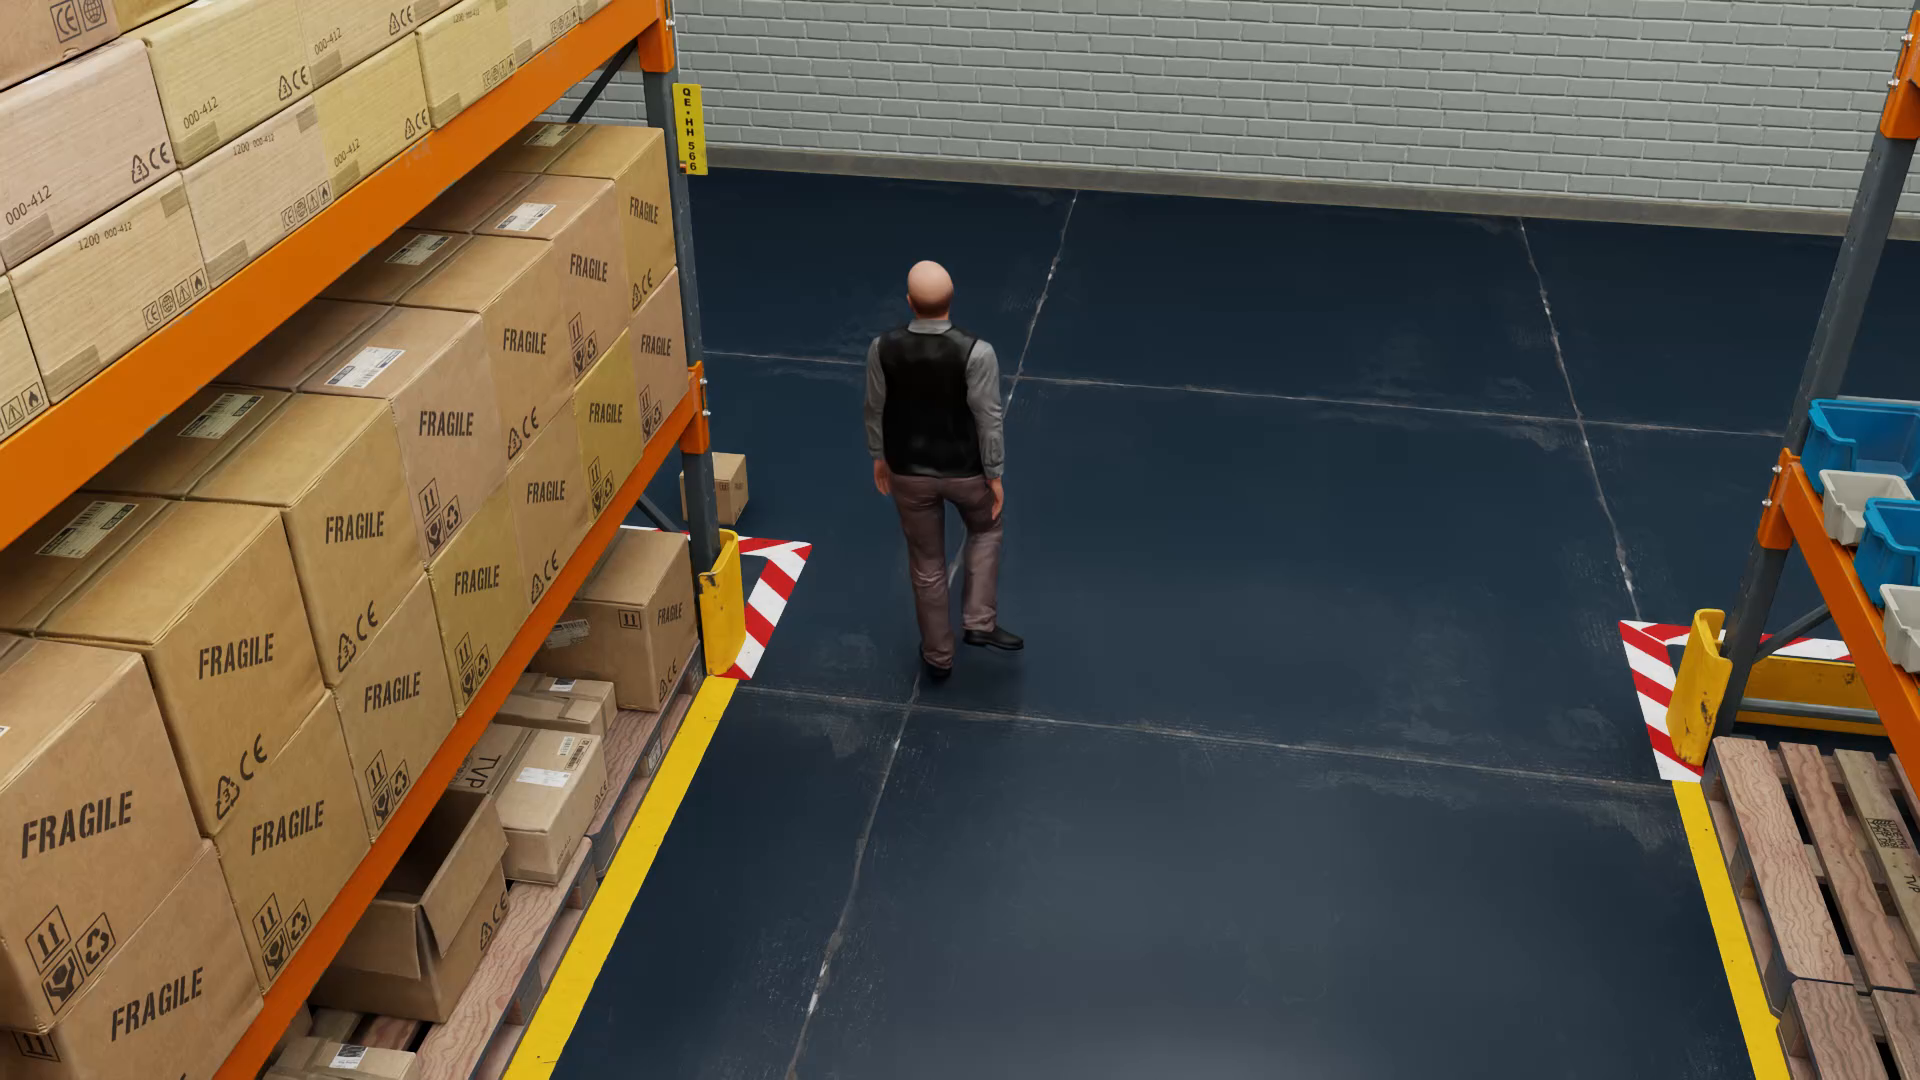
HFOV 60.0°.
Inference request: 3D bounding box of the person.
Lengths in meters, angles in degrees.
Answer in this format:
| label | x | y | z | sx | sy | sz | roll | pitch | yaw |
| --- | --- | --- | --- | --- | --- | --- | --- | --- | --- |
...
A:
| label | x | y | z | sx | sy | sz | roll | pitch | yaw |
| --- | --- | --- | --- | --- | --- | --- | --- | --- | --- |
| person | -0.057 | -0.265 | 6.547 | 0.649 | 1.708 | 0.508 | 2 | 32 | 4 |
